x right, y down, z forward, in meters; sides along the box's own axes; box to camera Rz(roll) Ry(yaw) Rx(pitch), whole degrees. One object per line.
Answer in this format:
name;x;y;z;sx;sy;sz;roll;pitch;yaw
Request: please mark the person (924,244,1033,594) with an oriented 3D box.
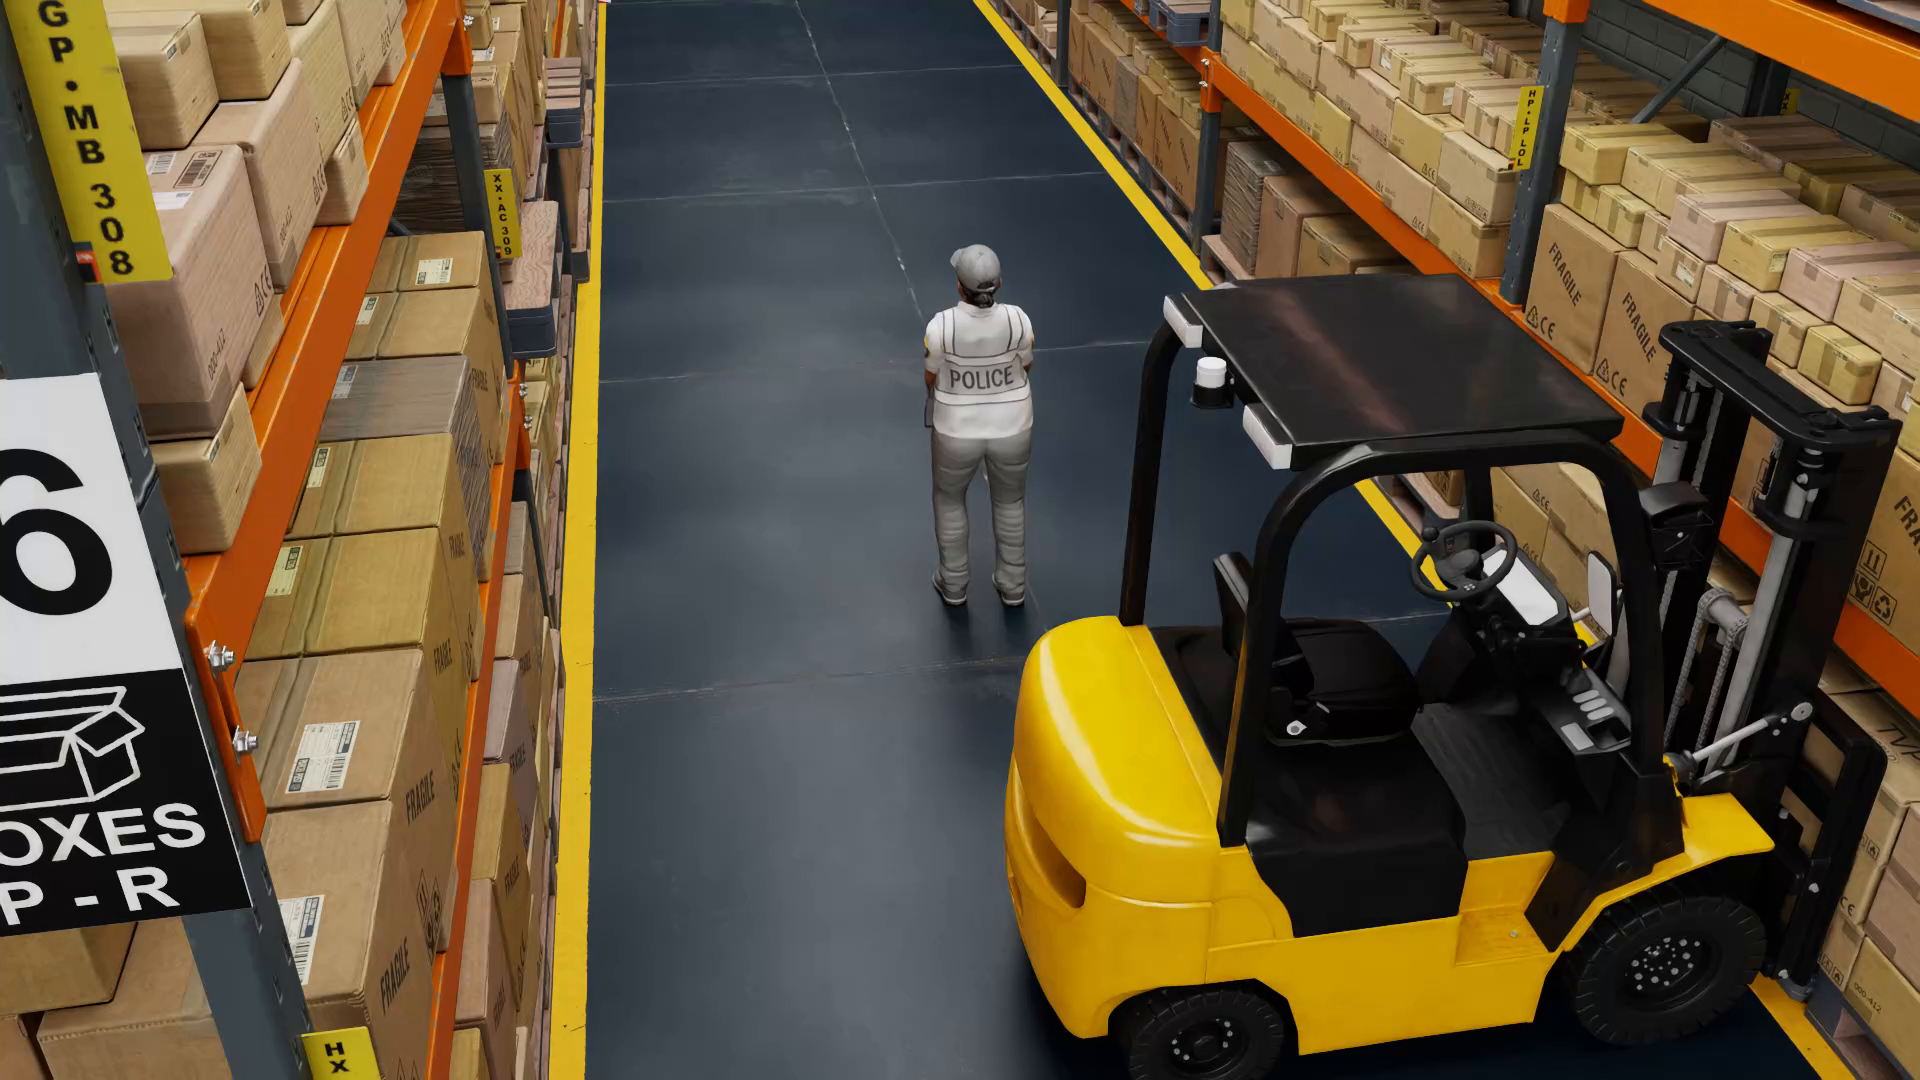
person;0.069;-0.519;6.942;0.444;1.586;0.534;-5;31;-8
